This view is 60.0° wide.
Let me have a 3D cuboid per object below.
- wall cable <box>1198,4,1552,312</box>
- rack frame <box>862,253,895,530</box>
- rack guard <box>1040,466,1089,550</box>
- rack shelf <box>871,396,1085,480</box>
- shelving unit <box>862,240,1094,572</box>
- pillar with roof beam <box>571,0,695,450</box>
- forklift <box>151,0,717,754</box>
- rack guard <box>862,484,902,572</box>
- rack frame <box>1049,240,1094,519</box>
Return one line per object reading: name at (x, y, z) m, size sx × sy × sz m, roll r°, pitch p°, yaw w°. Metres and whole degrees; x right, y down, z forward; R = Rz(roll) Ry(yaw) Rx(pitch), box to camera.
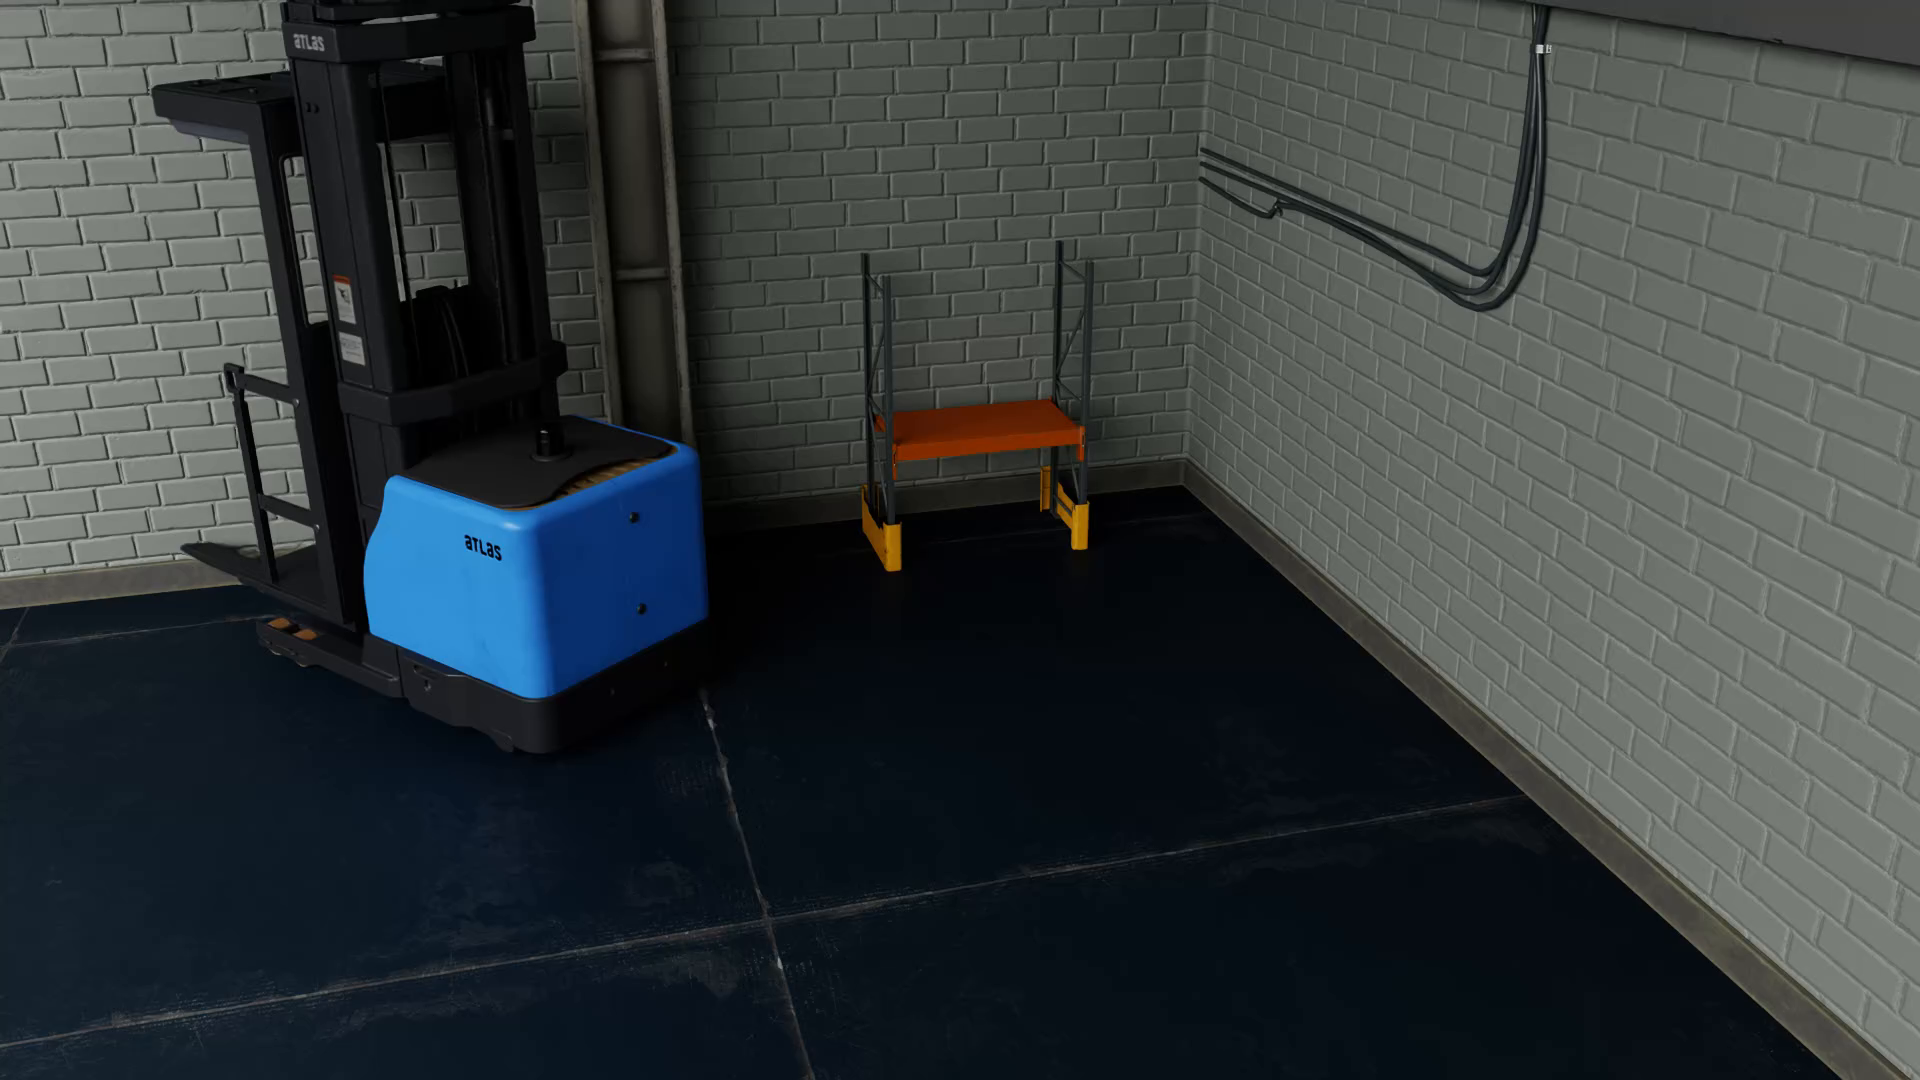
wall cable at (1.634, -2.475, 7.043) m, size 0.112 × 2.526 × 3.097 m, roll -6°, pitch 24°, yaw -14°
rack frame at (-0.407, -0.644, 8.349) m, size 0.032 × 1.500 × 0.500 m, roll -6°, pitch 24°, yaw -14°
rack guard at (0.553, -0.176, 8.843) m, size 0.087 × 0.250 × 0.587 m, roll -6°, pitch 24°, yaw -14°
rack shelf at (0.082, -0.533, 8.546) m, size 1.000 × 0.185 × 0.538 m, roll -6°, pitch 24°, yaw -14°
shelving unit at (0.073, -0.697, 8.473) m, size 1.083 × 1.500 × 0.587 m, roll -6°, pitch 24°, yaw -14°
pillar with roof beam at (-0.397, -2.455, 3.060) m, size 0.400 × 9.000 × 9.100 m, roll -6°, pitch 24°, yaw -14°
forklift at (-2.564, -0.933, 7.206) m, size 3.031 × 2.935 × 1.130 m, roll 16°, pitch 28°, yaw 32°
rack guard at (-0.406, -0.070, 8.596) m, size 0.087 × 0.250 × 0.587 m, roll -6°, pitch 24°, yaw -14°
rack frame at (0.572, -0.752, 8.602) m, size 0.032 × 1.500 × 0.500 m, roll -6°, pitch 24°, yaw -14°
